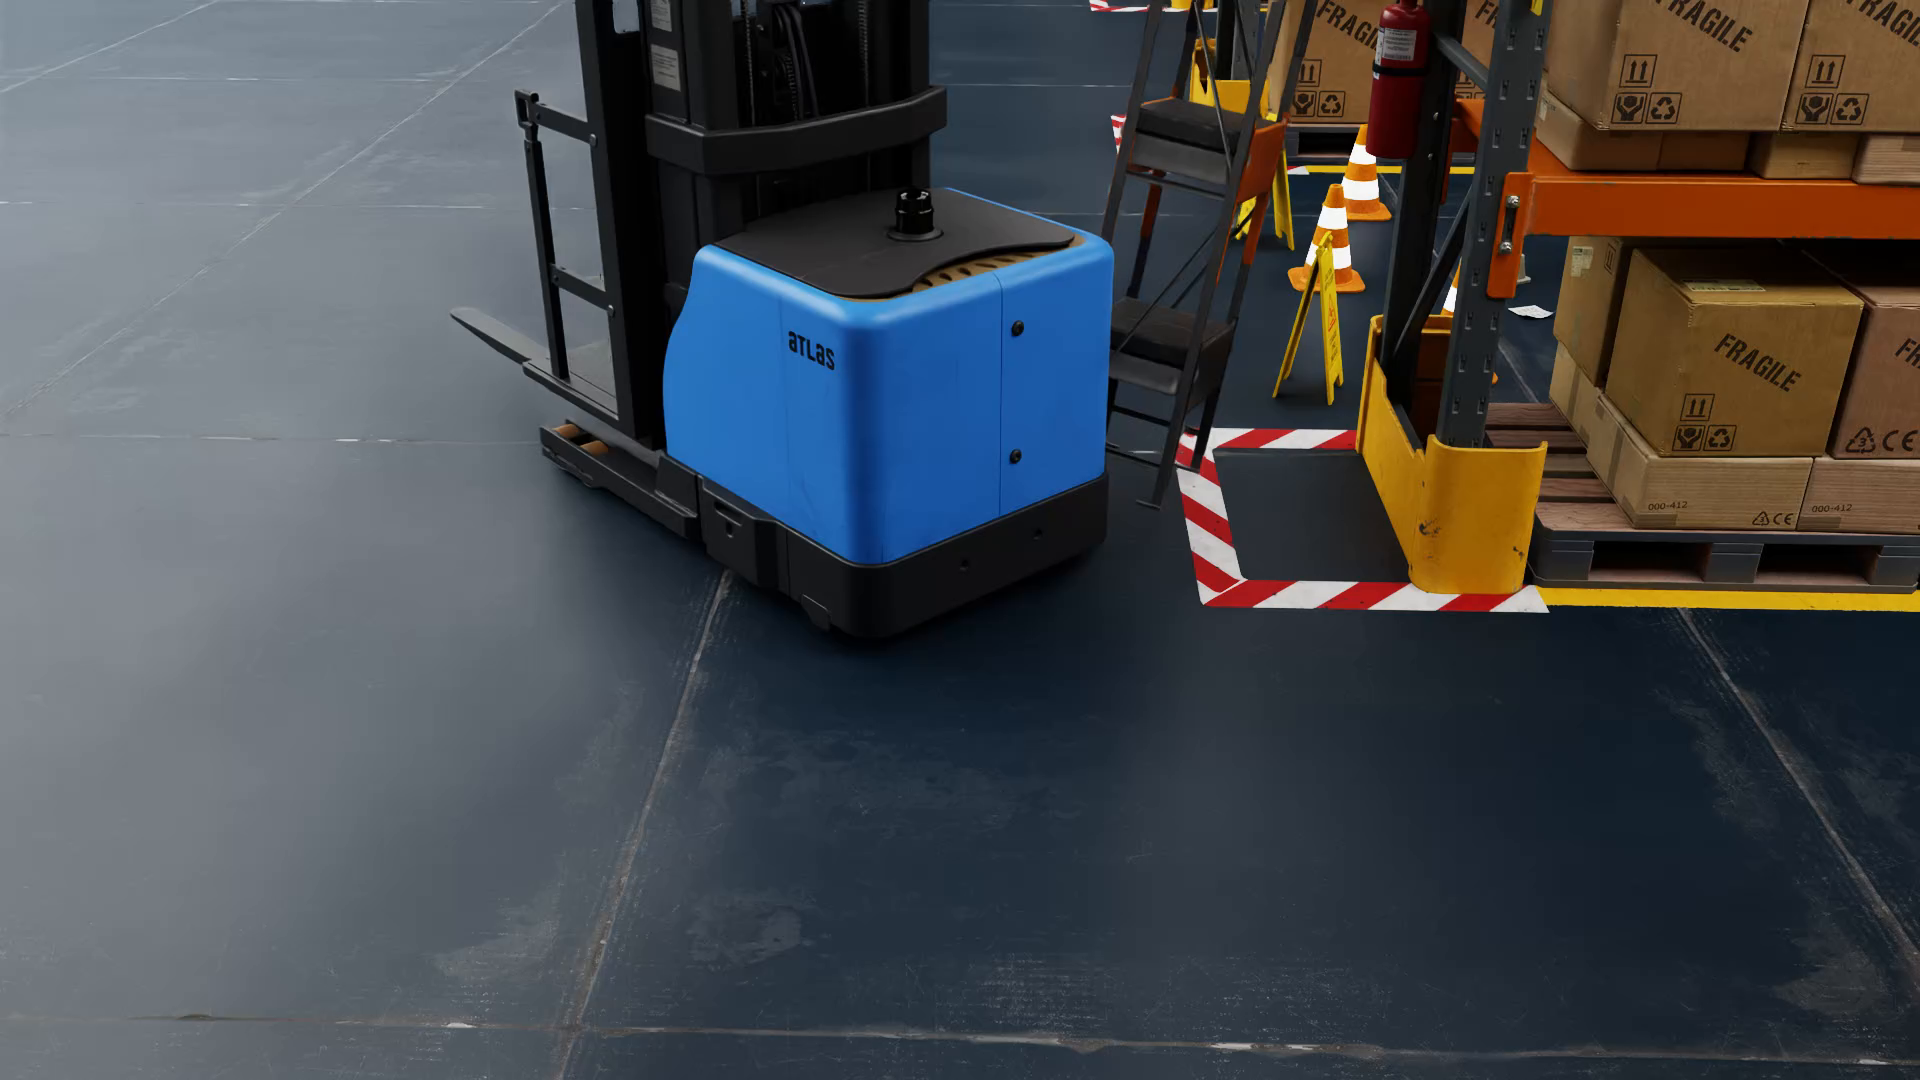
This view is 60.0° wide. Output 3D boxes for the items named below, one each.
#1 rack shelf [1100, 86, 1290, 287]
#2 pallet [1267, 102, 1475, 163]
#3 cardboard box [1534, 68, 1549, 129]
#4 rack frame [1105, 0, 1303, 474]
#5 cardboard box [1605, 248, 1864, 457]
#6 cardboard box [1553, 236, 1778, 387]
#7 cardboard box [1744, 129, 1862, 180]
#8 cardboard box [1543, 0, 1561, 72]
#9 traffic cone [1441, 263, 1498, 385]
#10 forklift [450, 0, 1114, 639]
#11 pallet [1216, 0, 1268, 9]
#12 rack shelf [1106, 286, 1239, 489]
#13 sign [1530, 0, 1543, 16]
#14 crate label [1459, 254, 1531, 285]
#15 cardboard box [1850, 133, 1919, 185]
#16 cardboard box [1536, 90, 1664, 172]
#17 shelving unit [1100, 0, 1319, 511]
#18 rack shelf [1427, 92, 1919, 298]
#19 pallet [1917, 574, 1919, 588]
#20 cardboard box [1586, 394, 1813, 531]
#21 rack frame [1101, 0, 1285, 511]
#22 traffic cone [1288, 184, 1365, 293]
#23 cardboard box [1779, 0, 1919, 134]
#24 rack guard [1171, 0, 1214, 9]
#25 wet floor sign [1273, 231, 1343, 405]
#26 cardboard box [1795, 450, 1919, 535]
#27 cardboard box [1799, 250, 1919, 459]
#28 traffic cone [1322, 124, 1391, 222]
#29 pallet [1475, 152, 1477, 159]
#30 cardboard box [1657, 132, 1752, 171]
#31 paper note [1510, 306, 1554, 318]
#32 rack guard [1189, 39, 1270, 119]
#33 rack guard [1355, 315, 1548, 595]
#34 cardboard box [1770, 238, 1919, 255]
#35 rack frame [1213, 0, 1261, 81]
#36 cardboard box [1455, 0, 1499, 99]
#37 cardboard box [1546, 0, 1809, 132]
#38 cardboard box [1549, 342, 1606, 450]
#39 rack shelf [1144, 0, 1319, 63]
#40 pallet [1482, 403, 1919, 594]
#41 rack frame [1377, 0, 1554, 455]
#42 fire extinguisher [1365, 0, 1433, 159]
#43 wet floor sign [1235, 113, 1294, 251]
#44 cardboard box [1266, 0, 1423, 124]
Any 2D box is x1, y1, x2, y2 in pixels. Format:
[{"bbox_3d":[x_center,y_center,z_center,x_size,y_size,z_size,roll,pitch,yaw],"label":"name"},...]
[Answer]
[{"bbox_3d":[0.769,-1.170,5.456,0.431,0.518,0.480,19,24,18],"label":"rack shelf"},{"bbox_3d":[2.434,-2.539,10.131,1.213,0.211,1.003,1,28,2],"label":"pallet"},{"bbox_3d":[1.940,-1.412,5.296,0.250,0.149,0.380,2,28,4],"label":"cardboard box"},{"bbox_3d":[0.866,-1.253,5.664,0.400,2.100,0.015,19,24,18],"label":"rack frame"},{"bbox_3d":[2.379,-0.588,5.161,0.500,0.500,0.500,0,28,0],"label":"cardboard box"},{"bbox_3d":[2.368,-0.840,5.636,0.500,0.500,0.500,1,28,2],"label":"cardboard box"},{"bbox_3d":[2.406,-1.175,4.850,0.250,0.149,0.380,0,28,0],"label":"cardboard box"},{"bbox_3d":[2.111,-1.724,5.194,0.500,0.500,0.500,0,28,1],"label":"cardboard box"},{"bbox_3d":[2.034,-0.905,6.780,0.334,0.463,0.336,1,28,2],"label":"traffic cone"},{"bbox_3d":[-0.868,-1.617,5.489,1.130,2.935,3.031,-22,35,-36],"label":"forklift"},{"bbox_3d":[2.795,-4.804,14.405,1.213,0.211,1.003,1,28,2],"label":"pallet"},{"bbox_3d":[0.645,-0.535,5.723,0.431,0.518,0.480,19,24,18],"label":"rack shelf"},{"bbox_3d":[1.539,-1.557,4.378,0.005,0.325,0.100,1,28,2],"label":"sign"},{"bbox_3d":[2.521,-1.302,7.877,0.298,0.136,0.250,-14,31,-24],"label":"crate label"},{"bbox_3d":[2.658,-1.150,4.802,0.250,0.149,0.380,1,28,3],"label":"cardboard box"},{"bbox_3d":[1.891,-1.215,4.926,0.250,0.149,0.380,1,28,2],"label":"cardboard box"},{"bbox_3d":[0.771,-1.182,5.450,0.431,2.100,0.503,19,24,18],"label":"shelving unit"},{"bbox_3d":[3.557,-1.078,5.166,4.000,0.370,1.077,1,28,2],"label":"rack shelf"},{"bbox_3d":[3.661,-0.144,5.614,1.213,0.211,1.003,1,28,2],"label":"pallet"},{"bbox_3d":[2.355,-0.257,5.337,0.500,0.250,0.500,1,28,1],"label":"cardboard box"},{"bbox_3d":[0.676,-1.111,5.237,0.400,2.100,0.015,19,24,18],"label":"rack frame"},{"bbox_3d":[1.733,-1.430,7.771,0.334,0.463,0.336,1,28,2],"label":"traffic cone"},{"bbox_3d":[2.540,-1.460,4.694,0.500,0.500,0.500,2,28,3],"label":"cardboard box"},{"bbox_3d":[1.984,-4.962,14.394,0.348,0.500,1.175,1,28,2],"label":"rack guard"},{"bbox_3d":[1.406,-0.893,6.562,0.232,0.644,0.267,11,30,19],"label":"wet floor sign"},{"bbox_3d":[2.865,-0.245,5.314,0.500,0.250,0.500,2,28,4],"label":"cardboard box"},{"bbox_3d":[2.901,-0.581,5.148,0.500,0.500,0.500,0,28,0],"label":"cardboard box"},{"bbox_3d":[2.113,-1.953,8.758,0.334,0.463,0.336,1,28,2],"label":"traffic cone"},{"bbox_3d":[3.650,-2.517,10.091,1.213,0.211,1.003,1,28,2],"label":"pallet"},{"bbox_3d":[2.143,-1.218,4.931,0.250,0.149,0.380,1,28,3],"label":"cardboard box"},{"bbox_3d":[2.573,-1.033,7.484,0.142,0.019,0.148,-9,29,-16],"label":"paper note"},{"bbox_3d":[1.608,-2.643,10.020,0.348,0.500,1.175,1,28,2],"label":"rack guard"},{"bbox_3d":[1.634,-0.323,5.643,0.348,0.500,1.175,1,28,2],"label":"rack guard"},{"bbox_3d":[2.890,-0.833,5.622,0.500,0.500,0.500,2,28,4],"label":"cardboard box"},{"bbox_3d":[1.632,-3.747,9.434,0.127,3.000,1.000,1,28,2],"label":"rack frame"},{"bbox_3d":[3.192,-3.000,9.845,0.875,0.875,0.875,1,28,1],"label":"cardboard box"},{"bbox_3d":[2.022,-1.467,4.707,0.500,0.500,0.500,1,28,1],"label":"cardboard box"},{"bbox_3d":[2.400,-0.512,5.818,0.500,0.250,0.500,1,28,2],"label":"cardboard box"},{"bbox_3d":[0.892,-1.805,5.189,0.431,0.518,0.480,19,24,18],"label":"rack shelf"},{"bbox_3d":[2.445,-0.166,5.654,1.213,0.211,1.003,1,28,2],"label":"pallet"},{"bbox_3d":[1.558,-1.429,5.060,0.127,3.000,1.000,1,28,2],"label":"rack frame"},{"bbox_3d":[1.460,-1.612,5.489,0.183,0.674,0.296,1,28,2],"label":"fire extinguisher"},{"bbox_3d":[1.533,-1.781,8.238,0.232,0.644,0.267,-4,28,-7],"label":"wet floor sign"},{"bbox_3d":[2.312,-3.014,9.871,0.875,0.875,0.875,1,28,2],"label":"cardboard box"}]
